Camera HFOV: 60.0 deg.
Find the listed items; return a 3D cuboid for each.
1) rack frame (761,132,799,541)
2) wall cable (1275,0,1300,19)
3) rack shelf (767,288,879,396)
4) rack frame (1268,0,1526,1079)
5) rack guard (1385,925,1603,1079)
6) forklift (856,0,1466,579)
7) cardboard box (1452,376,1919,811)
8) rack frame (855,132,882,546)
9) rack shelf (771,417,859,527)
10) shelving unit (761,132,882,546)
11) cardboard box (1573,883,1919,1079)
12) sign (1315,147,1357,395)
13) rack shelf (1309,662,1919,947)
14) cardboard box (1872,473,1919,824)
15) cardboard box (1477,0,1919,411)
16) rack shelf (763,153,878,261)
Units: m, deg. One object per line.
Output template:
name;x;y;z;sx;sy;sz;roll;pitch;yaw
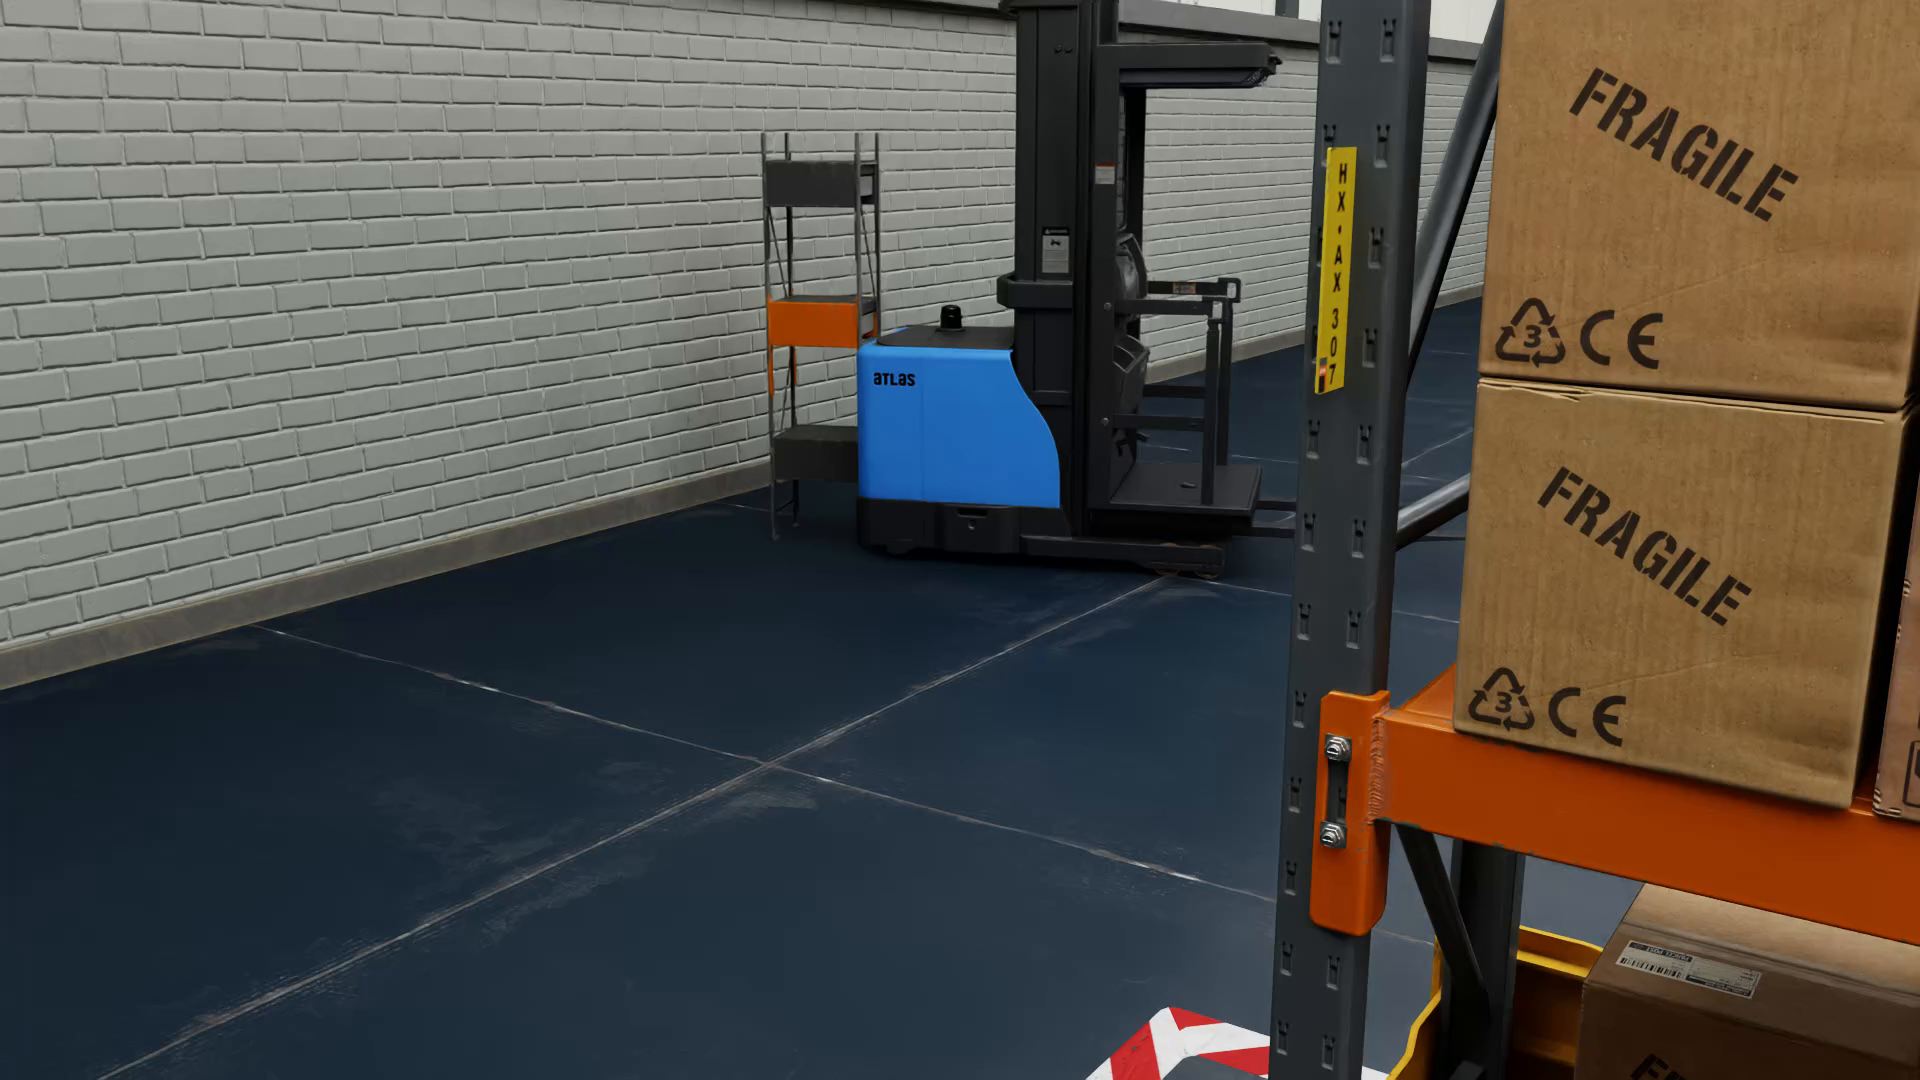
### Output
rack frame;-0.942;-1.060;8.736;0.015;2.100;0.400;3;14;12
wall cable;3.576;-7.946;15.500;0.120;5.999;2.277;9;17;33
rack shelf;-0.704;-1.034;8.687;0.480;0.518;0.431;3;14;12
rack frame;0.811;-0.051;2.788;0.053;2.616;0.949;9;17;33
rack guard;0.875;1.172;3.050;0.348;0.500;1.175;9;17;33
forklift;1.043;-1.375;8.276;3.031;2.935;1.130;3;14;12
cardboard box;1.033;0.012;2.326;0.500;0.500;0.500;10;17;34
rack frame;-0.467;-1.034;8.631;0.015;2.100;0.400;3;14;12
rack shelf;-0.704;-0.354;8.855;0.480;0.518;0.431;3;14;12
shelving unit;-0.704;-1.047;8.684;0.503;2.100;0.431;3;14;12
cardboard box;1.401;0.972;2.942;0.500;0.500;0.500;9;17;33
sign;0.510;-0.364;2.250;0.005;0.325;0.100;9;17;33
rack shelf;2.472;0.565;1.794;4.000;0.370;1.077;9;17;33
cardboard box;1.465;0.080;2.051;0.500;0.500;0.500;9;17;32
cardboard box;1.033;-0.474;2.206;0.500;0.500;0.500;10;17;34
rack shelf;-0.704;-1.713;8.519;0.480;0.518;0.431;3;14;12
